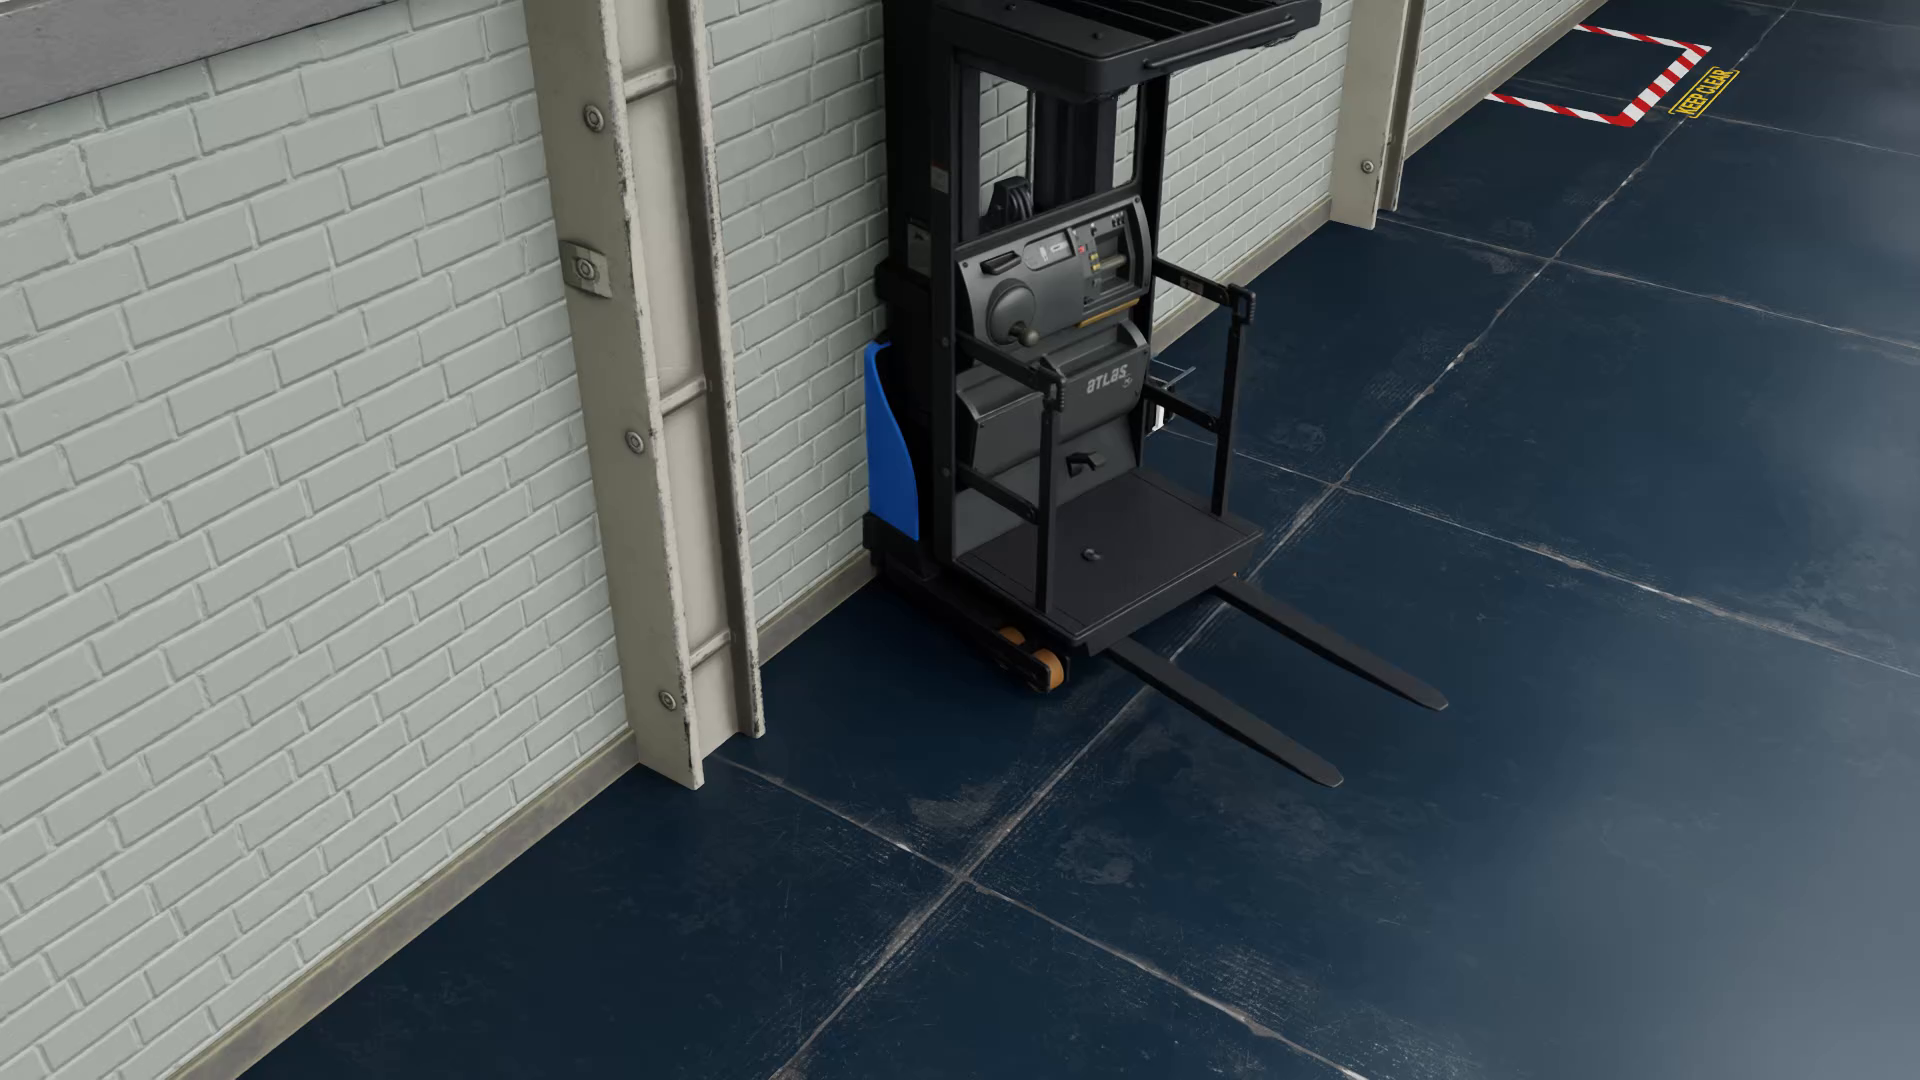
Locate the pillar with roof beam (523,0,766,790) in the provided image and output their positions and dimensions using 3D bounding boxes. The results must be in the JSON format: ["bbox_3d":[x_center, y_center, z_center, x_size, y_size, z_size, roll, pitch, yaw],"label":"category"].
[{"bbox_3d":[2.577,-1.599,1.581,9.100,9.000,0.400,21,39,28],"label":"pillar with roof beam"}]

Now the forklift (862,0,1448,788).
[{"bbox_3d":[0.506,-0.951,6.040,1.130,2.935,3.031,-26,42,-33],"label":"forklift"}]

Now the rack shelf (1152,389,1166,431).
[{"bbox_3d":[0.868,-0.668,8.045,0.258,0.200,0.077,25,41,32],"label":"rack shelf"}]

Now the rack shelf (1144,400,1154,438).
[{"bbox_3d":[0.811,-0.629,7.987,0.258,0.200,0.077,25,41,32],"label":"rack shelf"}]

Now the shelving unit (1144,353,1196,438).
[{"bbox_3d":[0.775,-0.605,7.950,0.258,0.210,0.900,25,41,32],"label":"shelving unit"}]

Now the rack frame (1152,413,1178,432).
[{"bbox_3d":[0.774,-0.520,8.007,0.240,0.006,0.900,25,41,32],"label":"rack frame"}]

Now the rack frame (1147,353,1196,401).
[{"bbox_3d":[0.776,-0.690,7.894,0.240,0.006,0.900,25,41,32],"label":"rack frame"}]

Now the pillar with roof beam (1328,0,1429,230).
[{"bbox_3d":[5.998,-4.360,5.664,9.100,9.000,0.400,21,39,28],"label":"pillar with roof beam"}]

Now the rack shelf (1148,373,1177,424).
[{"bbox_3d":[0.924,-0.706,8.104,0.258,0.200,0.077,25,41,32],"label":"rack shelf"}]
